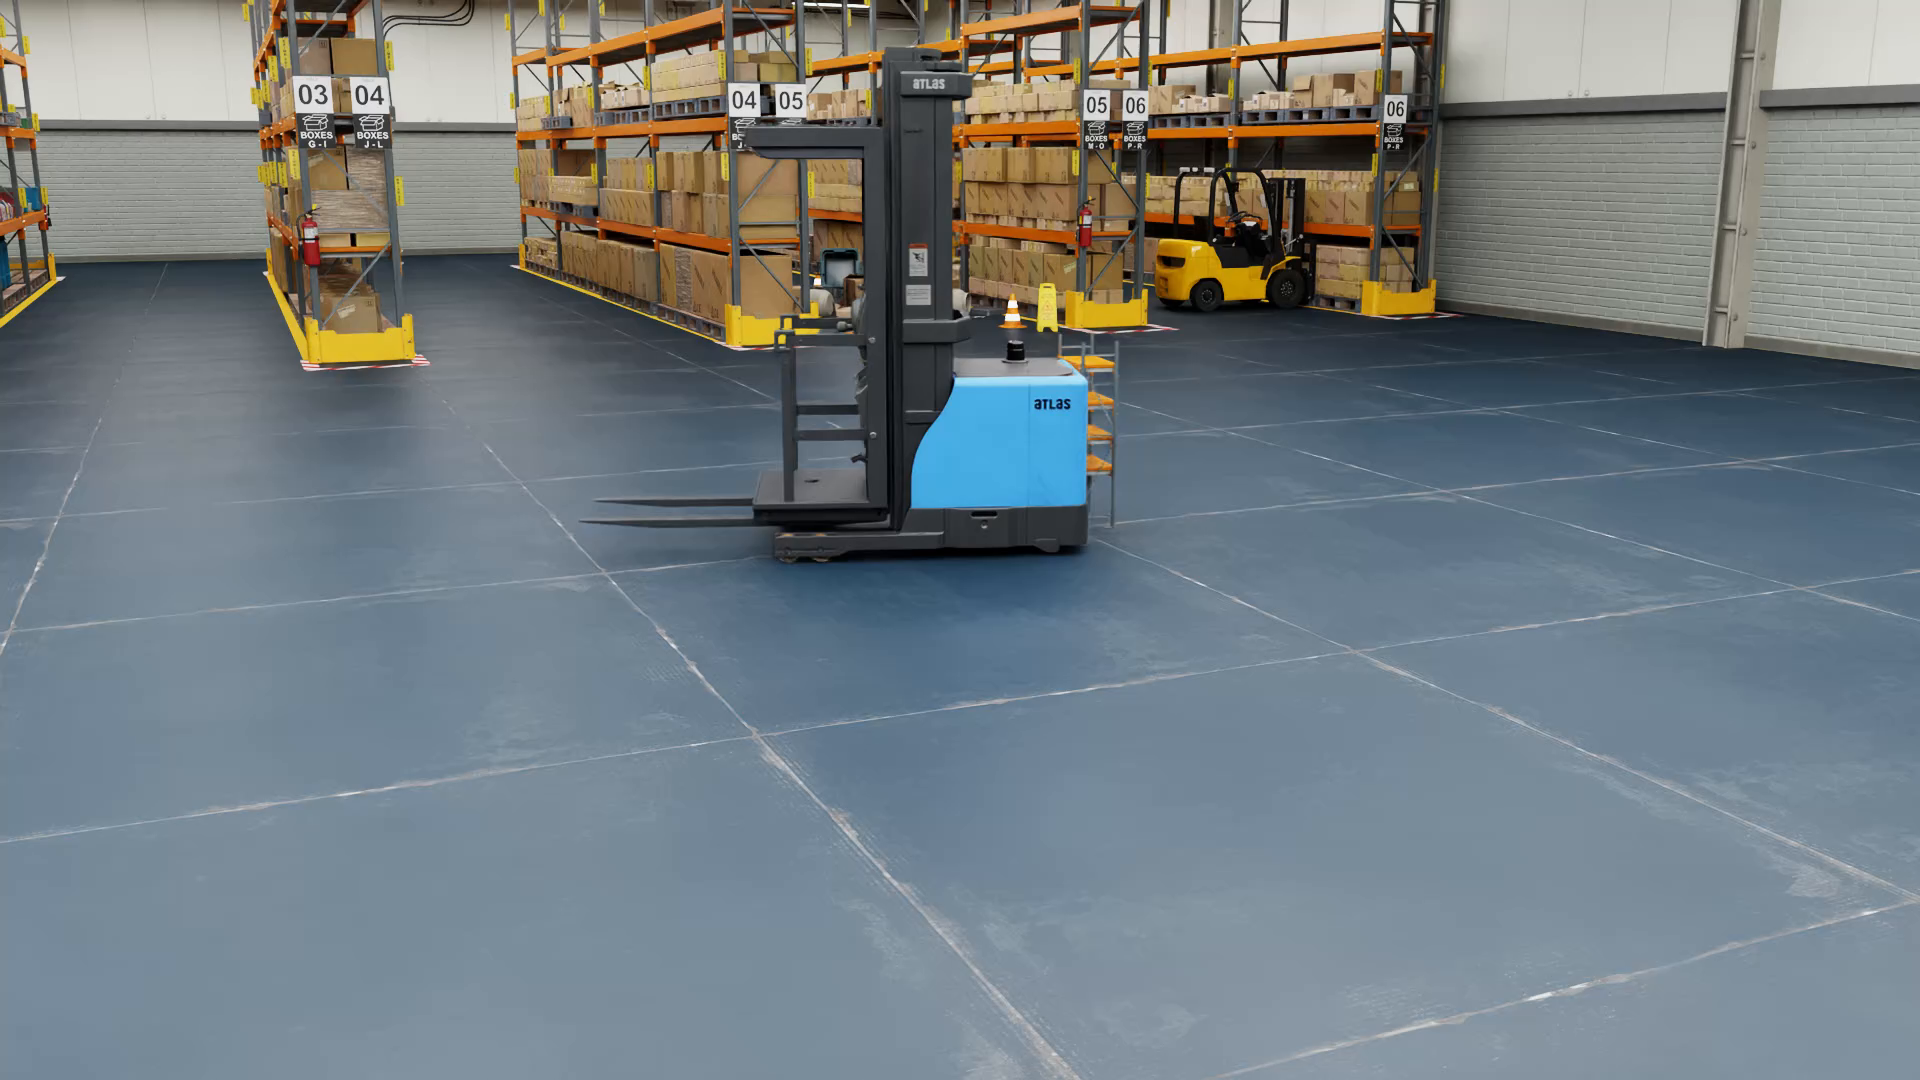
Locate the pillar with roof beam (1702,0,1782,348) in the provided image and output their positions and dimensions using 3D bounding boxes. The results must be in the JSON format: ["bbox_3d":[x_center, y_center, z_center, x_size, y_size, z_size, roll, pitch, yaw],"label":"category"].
[{"bbox_3d":[5.643,-6.429,18.189,9.100,9.000,0.400,-6,14,-23],"label":"pillar with roof beam"}]

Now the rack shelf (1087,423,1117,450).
[{"bbox_3d":[0.818,-0.643,10.786,0.258,0.148,0.480,-3,13,-14],"label":"rack shelf"}]

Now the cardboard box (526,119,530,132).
[{"bbox_3d":[-8.443,-8.356,33.500,0.500,0.250,0.500,-6,14,-25],"label":"cardboard box"}]

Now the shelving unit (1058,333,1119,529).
[{"bbox_3d":[0.818,-0.709,10.771,0.258,1.200,0.503,-3,13,-14],"label":"shelving unit"}]

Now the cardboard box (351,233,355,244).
[{"bbox_3d":[-7.173,-3.679,20.171,0.380,0.149,0.250,-6,14,-23],"label":"cardboard box"}]

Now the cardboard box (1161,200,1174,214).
[{"bbox_3d":[4.003,-6.058,30.223,0.500,0.250,0.500,-5,14,-21],"label":"cardboard box"}]

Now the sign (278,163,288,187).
[{"bbox_3d":[-9.099,-4.905,22.341,0.100,0.325,0.005,-6,14,-23],"label":"sign"}]

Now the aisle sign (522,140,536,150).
[{"bbox_3d":[-9.117,-8.552,34.903,0.394,0.787,0.004,-6,14,-23],"label":"aisle sign"}]

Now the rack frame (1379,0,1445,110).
[{"bbox_3d":[6.638,-7.832,24.252,1.000,3.000,0.127,-6,14,-23],"label":"rack frame"}]

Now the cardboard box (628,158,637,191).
[{"bbox_3d":[-4.822,-5.771,26.214,0.700,0.500,0.500,-6,14,-24],"label":"cardboard box"}]

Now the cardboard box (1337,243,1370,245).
[{"bbox_3d":[6.224,-4.585,26.476,0.500,0.250,0.500,-6,14,-23],"label":"cardboard box"}]

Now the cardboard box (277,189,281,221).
[{"bbox_3d":[-10.813,-5.450,27.042,0.500,0.500,0.500,-6,14,-23],"label":"cardboard box"}]

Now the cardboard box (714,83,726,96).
[{"bbox_3d":[-2.848,-5.622,20.762,0.380,0.149,0.250,-6,14,-23],"label":"cardboard box"}]

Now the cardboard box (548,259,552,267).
[{"bbox_3d":[-7.873,-5.447,32.644,0.380,0.149,0.250,-6,14,-25],"label":"cardboard box"}]

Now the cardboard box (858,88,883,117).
[{"bbox_3d":[-1.403,-7.893,30.010,0.797,0.503,0.637,-7,15,-26],"label":"cardboard box"}]

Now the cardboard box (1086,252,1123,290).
[{"bbox_3d":[2.011,-3.887,24.015,0.500,0.500,0.500,-6,14,-25],"label":"cardboard box"}]

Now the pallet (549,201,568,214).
[{"bbox_3d":[-7.038,-6.207,30.960,1.003,0.211,1.213,-6,14,-23],"label":"pallet"}]

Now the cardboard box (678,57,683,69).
[{"bbox_3d":[-3.563,-6.379,22.262,0.380,0.149,0.250,-6,14,-23],"label":"cardboard box"}]

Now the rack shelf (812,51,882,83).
[{"bbox_3d":[-1.915,-8.903,31.364,1.077,0.370,4.000,-6,14,-23],"label":"rack shelf"}]

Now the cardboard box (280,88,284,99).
[{"bbox_3d":[-8.744,-5.879,21.914,0.380,0.149,0.250,-6,14,-25],"label":"cardboard box"}]

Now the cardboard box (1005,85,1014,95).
[{"bbox_3d":[0.888,-6.655,24.609,0.380,0.149,0.250,-6,14,-24],"label":"cardboard box"}]

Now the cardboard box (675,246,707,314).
[{"bbox_3d":[-3.454,-3.666,23.337,0.875,0.875,0.875,-6,14,-23],"label":"cardboard box"}]

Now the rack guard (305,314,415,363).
[{"bbox_3d":[-7.020,-2.363,19.470,1.175,0.500,0.348,-6,14,-23],"label":"rack guard"}]

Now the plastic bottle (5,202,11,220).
[{"bbox_3d":[-15.746,-5.444,27.498,0.061,0.283,0.133,-6,14,-23],"label":"plastic bottle"}]

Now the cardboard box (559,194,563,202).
[{"bbox_3d":[-7.060,-6.217,30.206,0.380,0.149,0.250,-6,14,-25],"label":"cardboard box"}]

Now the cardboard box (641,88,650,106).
[{"bbox_3d":[-4.436,-6.592,24.725,0.500,0.250,0.500,-5,14,-22],"label":"cardboard box"}]

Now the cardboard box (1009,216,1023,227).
[{"bbox_3d":[0.951,-4.755,24.821,0.380,0.149,0.250,-6,14,-23],"label":"cardboard box"}]

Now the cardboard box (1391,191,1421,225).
[{"bbox_3d":[6.694,-5.085,25.468,0.500,0.500,0.500,-5,14,-21],"label":"cardboard box"}]

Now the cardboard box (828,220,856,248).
[{"bbox_3d":[-2.025,-5.802,32.566,0.875,0.875,0.875,-5,14,-21],"label":"cardboard box"}]

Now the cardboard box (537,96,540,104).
[{"bbox_3d":[-8.012,-8.552,32.355,0.380,0.149,0.250,-6,14,-25],"label":"cardboard box"}]

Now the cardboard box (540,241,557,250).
[{"bbox_3d":[-8.182,-5.890,33.236,0.380,0.149,0.250,-6,14,-25],"label":"cardboard box"}]

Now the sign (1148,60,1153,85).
[{"bbox_3d":[2.588,-6.396,22.763,0.100,0.325,0.005,-6,14,-23],"label":"sign"}]

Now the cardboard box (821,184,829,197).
[{"bbox_3d":[-2.386,-6.781,32.242,0.500,0.250,0.500,-5,14,-22],"label":"cardboard box"}]

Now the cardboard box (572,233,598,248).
[{"bbox_3d":[-6.741,-5.431,30.134,0.500,0.250,0.500,-5,14,-21],"label":"cardboard box"}]

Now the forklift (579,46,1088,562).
[{"bbox_3d":[-0.773,-1.421,10.009,3.031,2.935,1.130,-1,13,-4],"label":"forklift"}]

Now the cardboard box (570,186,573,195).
[{"bbox_3d":[-6.637,-6.145,29.236,0.380,0.149,0.250,-6,14,-23],"label":"cardboard box"}]

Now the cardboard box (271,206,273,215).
[{"bbox_3d":[-12.218,-5.955,30.005,0.380,0.149,0.250,-6,14,-23],"label":"cardboard box"}]

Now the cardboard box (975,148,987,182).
[{"bbox_3d":[0.651,-5.749,25.459,0.700,0.500,0.500,-6,14,-23],"label":"cardboard box"}]

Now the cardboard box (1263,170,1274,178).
[{"bbox_3d":[5.198,-5.992,27.288,0.380,0.149,0.250,-5,14,-22],"label":"cardboard box"}]

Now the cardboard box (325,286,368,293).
[{"bbox_3d":[-7.728,-2.934,21.005,0.500,0.500,0.500,-4,14,-18],"label":"cardboard box"}]

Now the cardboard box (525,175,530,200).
[{"bbox_3d":[-8.649,-7.265,34.227,0.500,0.500,0.500,-6,14,-23],"label":"cardboard box"}]

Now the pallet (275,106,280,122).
[{"bbox_3d":[-9.159,-6.112,23.891,1.213,0.211,1.003,-6,14,-23],"label":"pallet"}]

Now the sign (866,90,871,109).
[{"bbox_3d":[-1.625,-7.816,29.514,0.100,0.325,0.005,-6,14,-23],"label":"sign"}]

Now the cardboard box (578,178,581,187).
[{"bbox_3d":[-6.324,-6.129,28.505,0.380,0.149,0.250,-6,14,-24],"label":"cardboard box"}]

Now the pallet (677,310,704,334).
[{"bbox_3d":[-3.281,-3.043,23.051,1.003,0.211,1.213,-6,14,-23],"label":"pallet"}]

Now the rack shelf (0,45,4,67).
[{"bbox_3d":[-15.533,-7.561,25.564,1.077,0.370,4.000,-6,14,-23],"label":"rack shelf"}]

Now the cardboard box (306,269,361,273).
[{"bbox_3d":[-8.992,-3.617,23.913,0.700,0.500,0.500,-6,14,-23],"label":"cardboard box"}]

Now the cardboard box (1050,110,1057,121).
[{"bbox_3d":[1.487,-5.954,23.347,0.380,0.149,0.250,-5,14,-21],"label":"cardboard box"}]

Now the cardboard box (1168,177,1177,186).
[{"bbox_3d":[3.979,-6.460,29.968,0.380,0.149,0.250,-6,14,-24],"label":"cardboard box"}]

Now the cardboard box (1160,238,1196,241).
[{"bbox_3d":[4.209,-5.206,30.547,0.875,0.625,0.625,-6,14,-25],"label":"cardboard box"}]

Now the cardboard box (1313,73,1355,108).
[{"bbox_3d":[5.918,-6.963,25.773,0.700,0.500,0.500,-6,14,-23],"label":"cardboard box"}]

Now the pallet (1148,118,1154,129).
[{"bbox_3d":[3.787,-7.799,31.182,1.213,0.211,1.003,-5,14,-20],"label":"pallet"}]

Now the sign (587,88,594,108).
[{"bbox_3d":[-6.107,-7.309,27.501,0.100,0.325,0.005,-6,14,-23],"label":"sign"}]

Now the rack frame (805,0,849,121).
[{"bbox_3d":[-2.716,-9.862,33.023,1.000,3.000,0.127,-6,14,-23],"label":"rack frame"}]

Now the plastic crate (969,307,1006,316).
[{"bbox_3d":[0.366,-3.466,25.166,0.402,0.080,0.583,-12,18,-42],"label":"plastic crate"}]

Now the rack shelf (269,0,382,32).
[{"bbox_3d":[-7.790,-6.549,20.311,1.077,0.370,4.000,-6,14,-23],"label":"rack shelf"}]
